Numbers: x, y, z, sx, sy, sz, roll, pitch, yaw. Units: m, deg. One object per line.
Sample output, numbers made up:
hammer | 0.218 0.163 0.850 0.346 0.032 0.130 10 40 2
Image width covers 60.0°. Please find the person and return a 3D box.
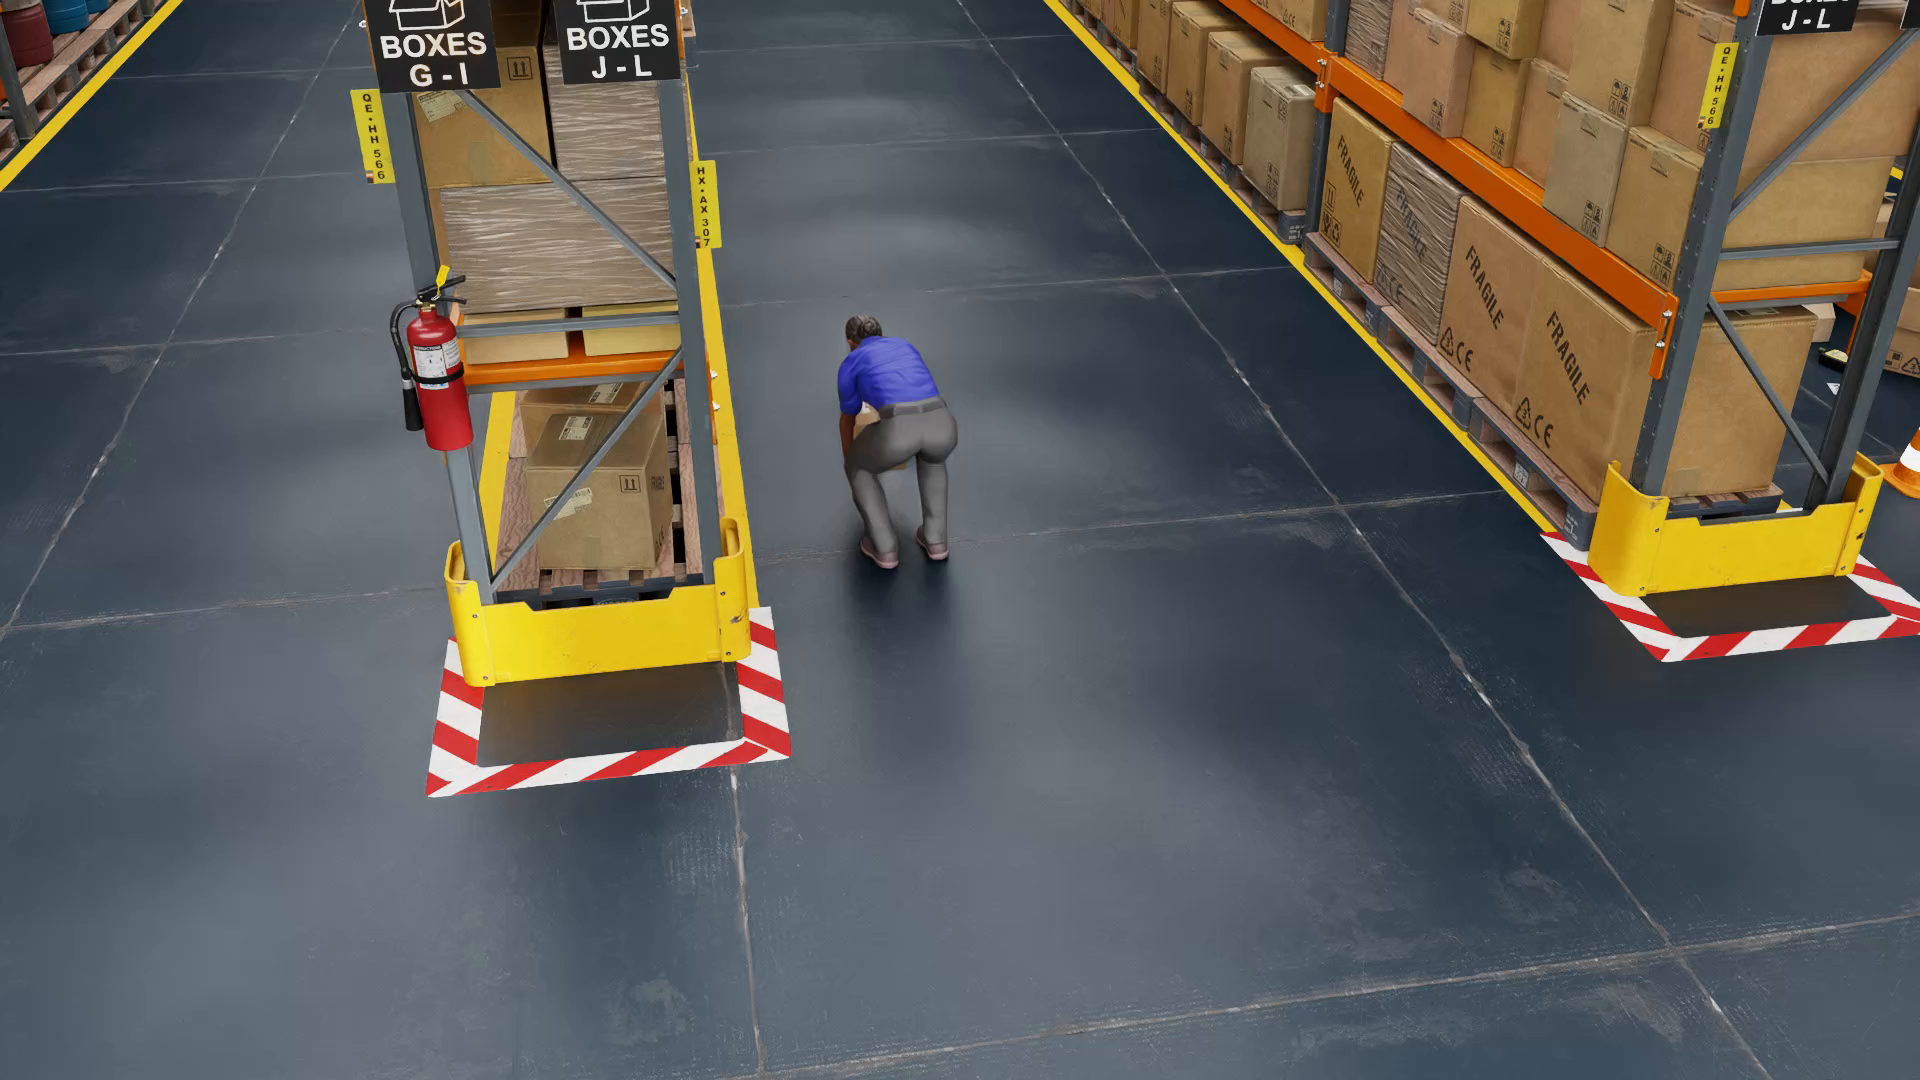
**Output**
person | -0.305 -0.446 7.540 0.468 0.989 0.860 -11 33 -18
